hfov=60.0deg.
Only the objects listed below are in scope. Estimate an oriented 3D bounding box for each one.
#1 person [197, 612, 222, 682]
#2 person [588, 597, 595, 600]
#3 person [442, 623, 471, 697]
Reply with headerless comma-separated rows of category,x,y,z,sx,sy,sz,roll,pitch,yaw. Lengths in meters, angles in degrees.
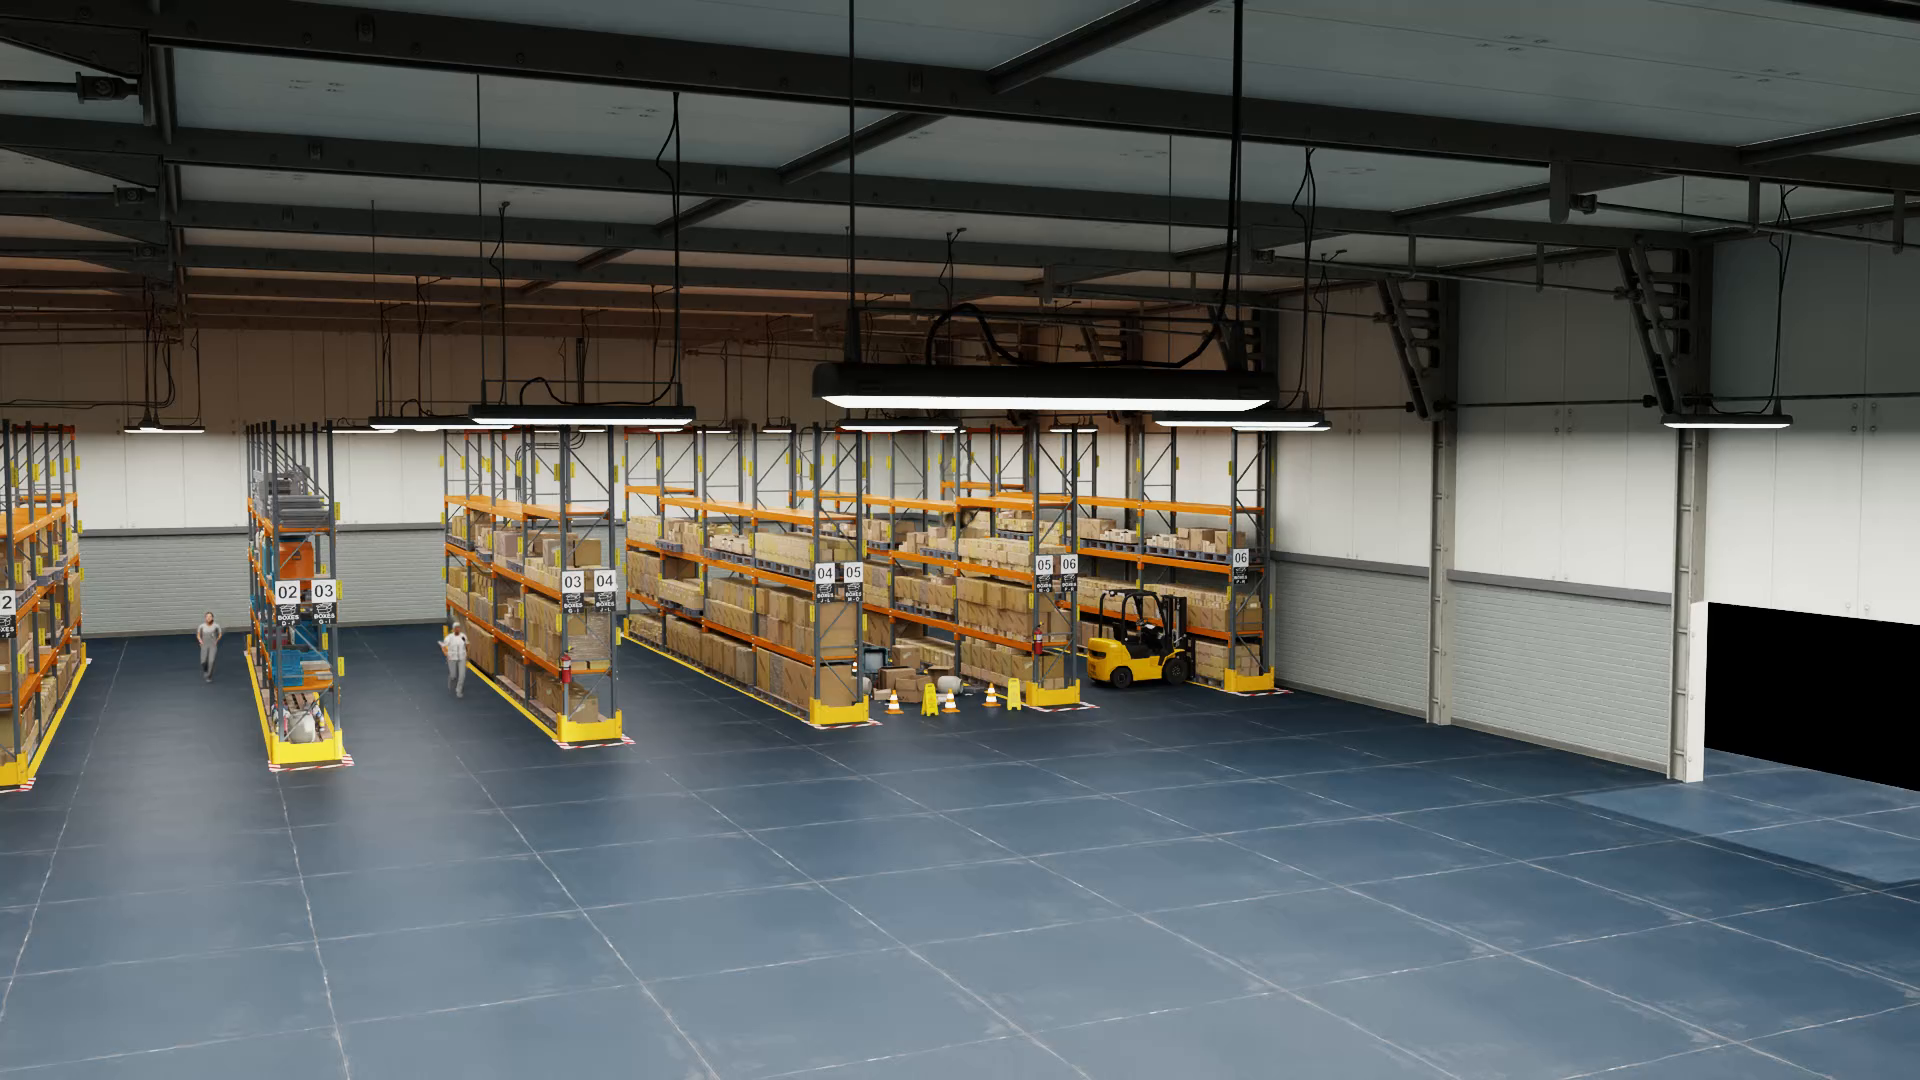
person,-17.465,2.489,38.696,0.543,1.624,0.554,-1,4,-20
person,-10.394,1.979,46.348,0.746,1.714,0.760,0,4,0
person,-11.107,2.631,36.721,0.614,1.631,0.575,-2,4,-28
